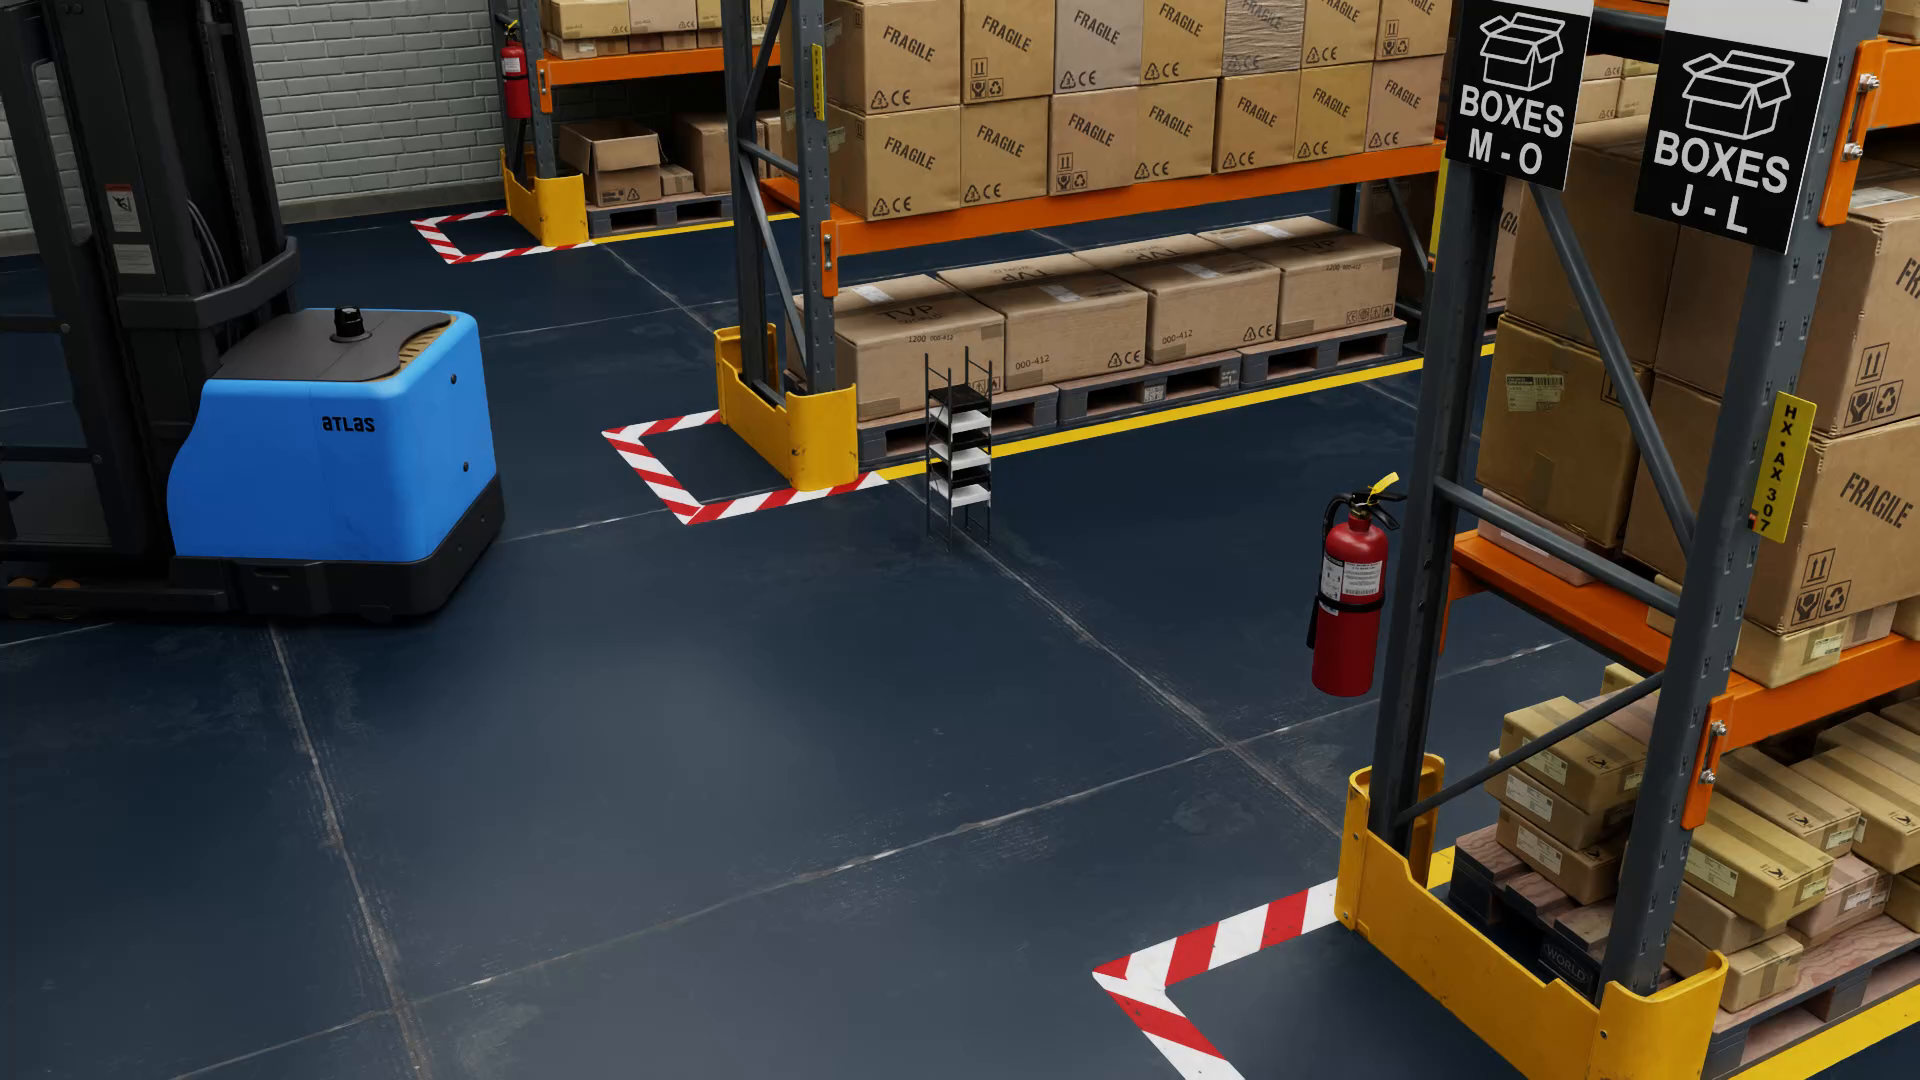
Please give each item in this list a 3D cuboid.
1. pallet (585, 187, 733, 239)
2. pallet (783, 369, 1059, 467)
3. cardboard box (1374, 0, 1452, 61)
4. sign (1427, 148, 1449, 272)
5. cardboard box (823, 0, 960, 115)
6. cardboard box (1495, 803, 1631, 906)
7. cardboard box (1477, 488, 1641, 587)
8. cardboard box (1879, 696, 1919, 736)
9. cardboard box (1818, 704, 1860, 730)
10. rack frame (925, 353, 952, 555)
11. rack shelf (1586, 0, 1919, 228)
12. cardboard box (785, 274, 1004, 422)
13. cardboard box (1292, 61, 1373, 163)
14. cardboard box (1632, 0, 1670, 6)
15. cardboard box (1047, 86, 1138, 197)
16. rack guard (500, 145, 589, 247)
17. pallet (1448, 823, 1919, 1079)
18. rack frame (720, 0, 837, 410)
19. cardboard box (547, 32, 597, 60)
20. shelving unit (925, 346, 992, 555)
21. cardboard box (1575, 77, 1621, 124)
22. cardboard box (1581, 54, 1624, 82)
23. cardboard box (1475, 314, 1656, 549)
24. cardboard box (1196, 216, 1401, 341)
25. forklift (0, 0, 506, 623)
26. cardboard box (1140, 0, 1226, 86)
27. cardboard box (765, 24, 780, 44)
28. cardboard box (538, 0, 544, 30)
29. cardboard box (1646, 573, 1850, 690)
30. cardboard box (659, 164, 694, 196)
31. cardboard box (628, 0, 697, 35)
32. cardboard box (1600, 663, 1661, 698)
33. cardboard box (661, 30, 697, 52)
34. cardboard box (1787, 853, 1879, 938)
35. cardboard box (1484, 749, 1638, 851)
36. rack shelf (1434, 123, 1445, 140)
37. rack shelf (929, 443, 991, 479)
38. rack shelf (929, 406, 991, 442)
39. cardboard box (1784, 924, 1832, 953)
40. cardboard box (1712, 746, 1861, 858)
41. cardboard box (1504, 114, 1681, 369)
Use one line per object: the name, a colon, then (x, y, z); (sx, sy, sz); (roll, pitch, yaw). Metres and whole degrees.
pallet: (-2.463, -2.660, 13.046); (1.213, 0.211, 1.003); (-13, 29, -25)
pallet: (-0.225, -0.779, 9.129); (1.213, 0.211, 1.003); (-13, 29, -25)
cardboard box: (2.349, -2.953, 9.163); (0.500, 0.500, 0.500); (-13, 29, -26)
sign: (1.281, -0.854, 4.361); (0.005, 0.325, 0.100); (-13, 29, -25)
cardboard box: (-0.337, -2.328, 7.863); (0.500, 0.500, 0.500); (-14, 29, -26)
cardboard box: (1.891, 0.935, 5.145); (0.250, 0.149, 0.380); (-12, 28, -24)
cardboard box: (1.679, -0.035, 4.647); (0.250, 0.149, 0.380); (-13, 29, -25)
cardboard box: (3.045, 0.637, 5.078); (0.250, 0.149, 0.380); (-12, 28, -23)
cardboard box: (2.764, 0.555, 5.594); (0.250, 0.149, 0.380); (-13, 28, -24)
rack frame: (-0.097, -0.383, 7.509); (0.006, 0.900, 0.240); (-13, 29, -25)
rack shelf: (3.289, -1.409, 4.585); (4.000, 0.370, 1.077); (-13, 29, -25)
cardboard box: (-0.359, -1.051, 8.948); (0.875, 0.438, 0.875); (-14, 29, -27)
cardboard box: (1.895, -2.404, 9.177); (0.500, 0.500, 0.500); (-14, 29, -26)
cardboard box: (1.801, -1.452, 4.016); (0.500, 0.250, 0.500); (-14, 29, -26)
cardboard box: (0.555, -2.087, 8.516); (0.500, 0.500, 0.500); (-13, 29, -25)
rack guard: (-3.166, -2.627, 12.644); (0.348, 0.500, 1.175); (-13, 29, -25)
pallet: (2.325, 1.116, 5.182); (1.213, 0.211, 1.003); (-13, 29, -25)
rack frame: (-0.894, -1.844, 8.124); (0.127, 3.000, 1.000); (-13, 29, -25)
cardboard box: (-2.814, -3.588, 12.047); (0.250, 0.149, 0.380); (-13, 29, -25)
shelving unit: (-0.007, -0.404, 7.552); (0.210, 0.900, 0.258); (-13, 29, -25)
cardboard box: (3.604, -2.686, 10.051); (0.500, 0.250, 0.500); (-14, 29, -26)
cardboard box: (3.603, -2.915, 9.951); (0.500, 0.250, 0.500); (-13, 28, -24)
cardboard box: (1.800, -0.343, 4.539); (0.500, 0.500, 0.500); (-12, 28, -24)
cardboard box: (2.031, -1.606, 10.104); (0.875, 0.438, 0.875); (-13, 29, -26)
forklift: (-3.666, -1.209, 6.882); (3.031, 2.935, 1.130); (2, 26, 3)
cardboard box: (1.006, -2.646, 8.525); (0.500, 0.500, 0.500); (-13, 28, -25)
cardboard box: (-1.431, -3.892, 12.682); (0.250, 0.149, 0.380); (-12, 28, -24)
cardboard box: (-2.952, -4.000, 12.445); (0.500, 0.250, 0.500); (-12, 28, -24)
cardboard box: (1.964, 0.199, 4.161); (0.250, 0.149, 0.380); (-13, 29, -26)
cardboard box: (-2.256, -2.803, 12.931); (0.250, 0.149, 0.380); (-14, 29, -27)
cardboard box: (-2.261, -3.897, 12.231); (0.500, 0.250, 0.500); (-13, 28, -25)
cardboard box: (2.290, 0.519, 5.325); (0.250, 0.149, 0.380); (-14, 29, -26)
cardboard box: (-2.144, -3.752, 12.389); (0.250, 0.149, 0.380); (-12, 28, -23)
cardboard box: (2.376, 0.945, 4.781); (0.250, 0.149, 0.380); (-13, 29, -25)
cardboard box: (1.856, 0.771, 5.143); (0.250, 0.149, 0.380); (-14, 29, -26)
rack shelf: (4.400, -2.741, 10.825); (4.000, 0.370, 1.077); (-13, 29, -25)
rack shelf: (-0.007, -0.374, 7.566); (0.200, 0.077, 0.258); (-13, 29, -25)
rack shelf: (-0.007, -0.536, 7.488); (0.200, 0.077, 0.258); (-13, 29, -25)
cardboard box: (2.330, 1.053, 4.900); (0.250, 0.149, 0.380); (-13, 29, -25)
cardboard box: (2.333, 0.775, 4.792); (0.250, 0.149, 0.380); (-12, 28, -24)
cardboard box: (1.811, -0.792, 4.319); (0.500, 0.500, 0.500); (-14, 29, -26)
